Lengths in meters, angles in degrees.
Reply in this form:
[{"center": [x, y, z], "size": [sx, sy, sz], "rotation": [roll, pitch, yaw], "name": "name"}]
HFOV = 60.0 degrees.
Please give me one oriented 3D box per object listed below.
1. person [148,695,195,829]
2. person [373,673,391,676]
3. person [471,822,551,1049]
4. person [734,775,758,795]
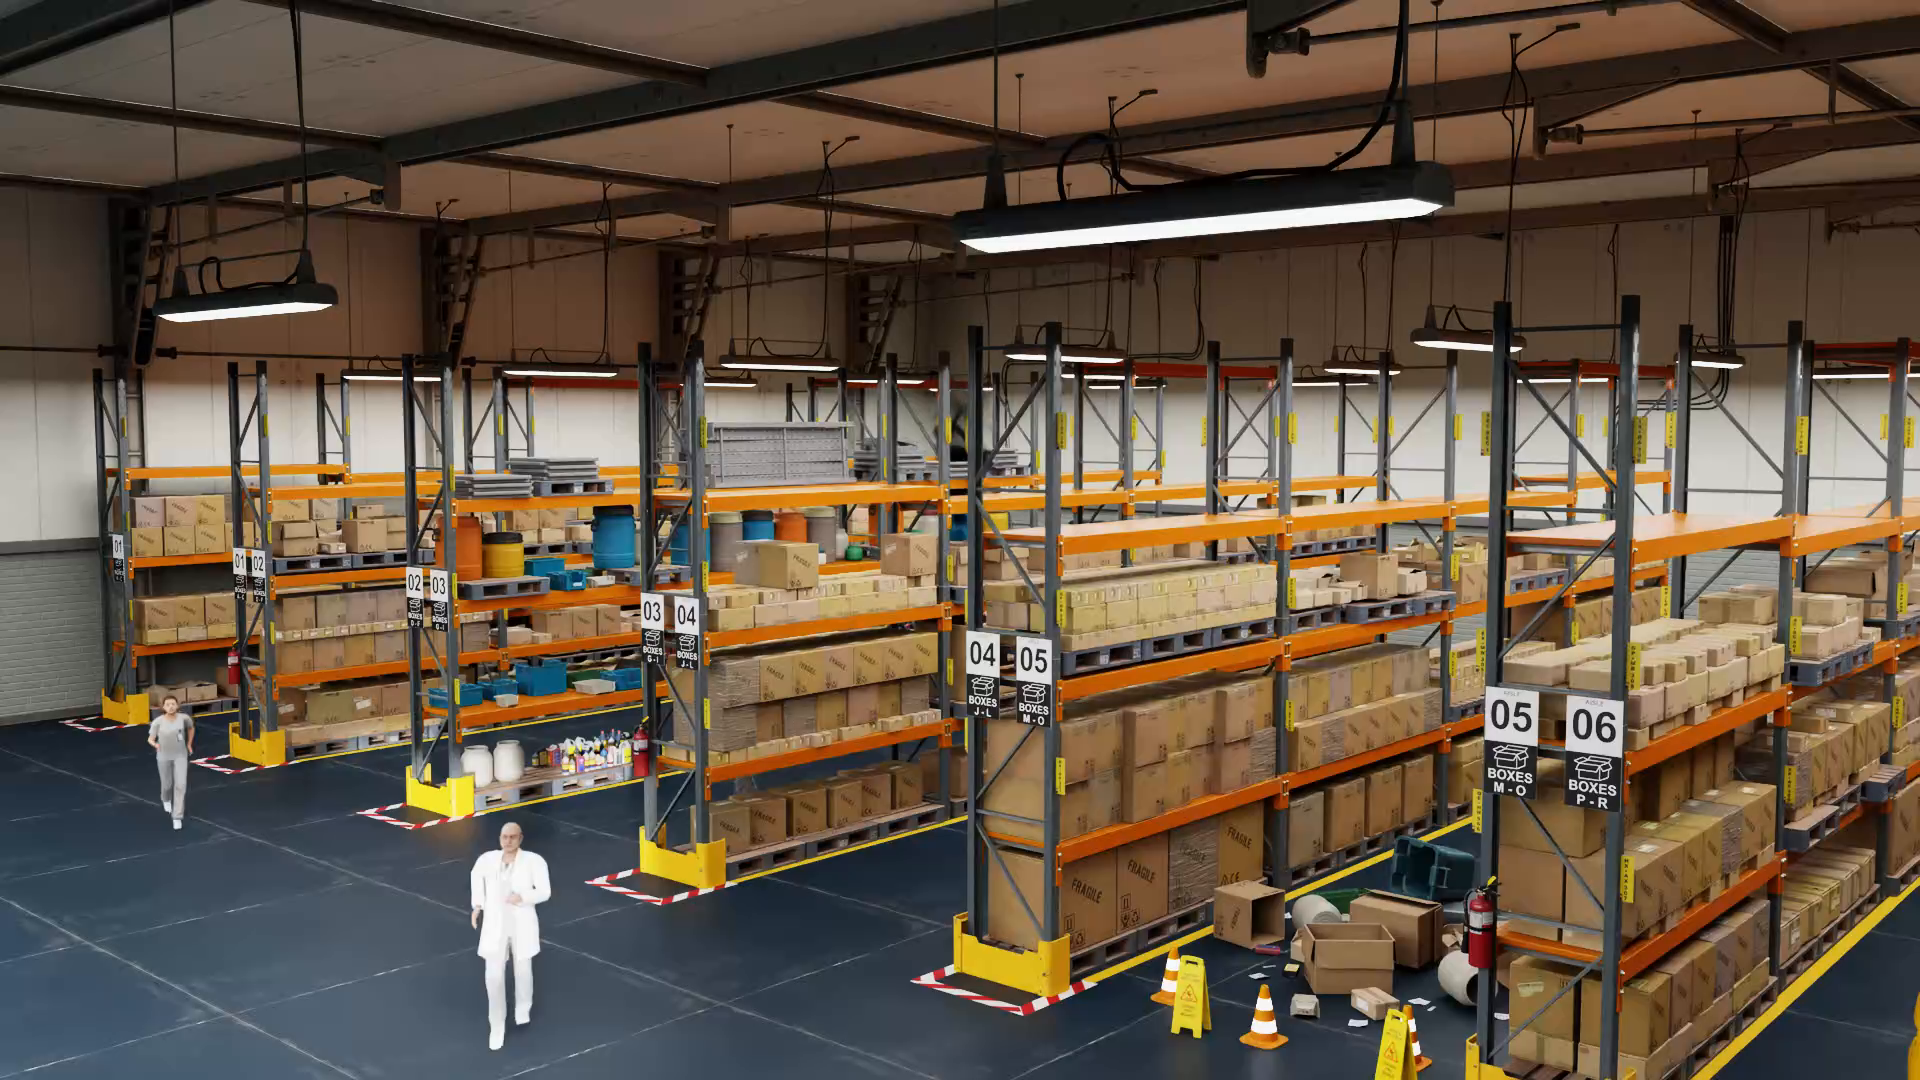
[{"center": [-10.022, 2.786, 21.160], "size": [0.550, 1.639, 0.914], "rotation": [-2, 5, -29], "name": "person"}, {"center": [-9.778, 2.272, 28.238], "size": [0.609, 1.630, 0.711], "rotation": [4, 6, 41], "name": "person"}, {"center": [-3.745, 3.263, 13.852], "size": [0.674, 1.840, 0.823], "rotation": [-1, 4, -10], "name": "person"}, {"center": [-2.860, 2.664, 21.753], "size": [0.664, 1.835, 0.775], "rotation": [3, 5, 32], "name": "person"}]
